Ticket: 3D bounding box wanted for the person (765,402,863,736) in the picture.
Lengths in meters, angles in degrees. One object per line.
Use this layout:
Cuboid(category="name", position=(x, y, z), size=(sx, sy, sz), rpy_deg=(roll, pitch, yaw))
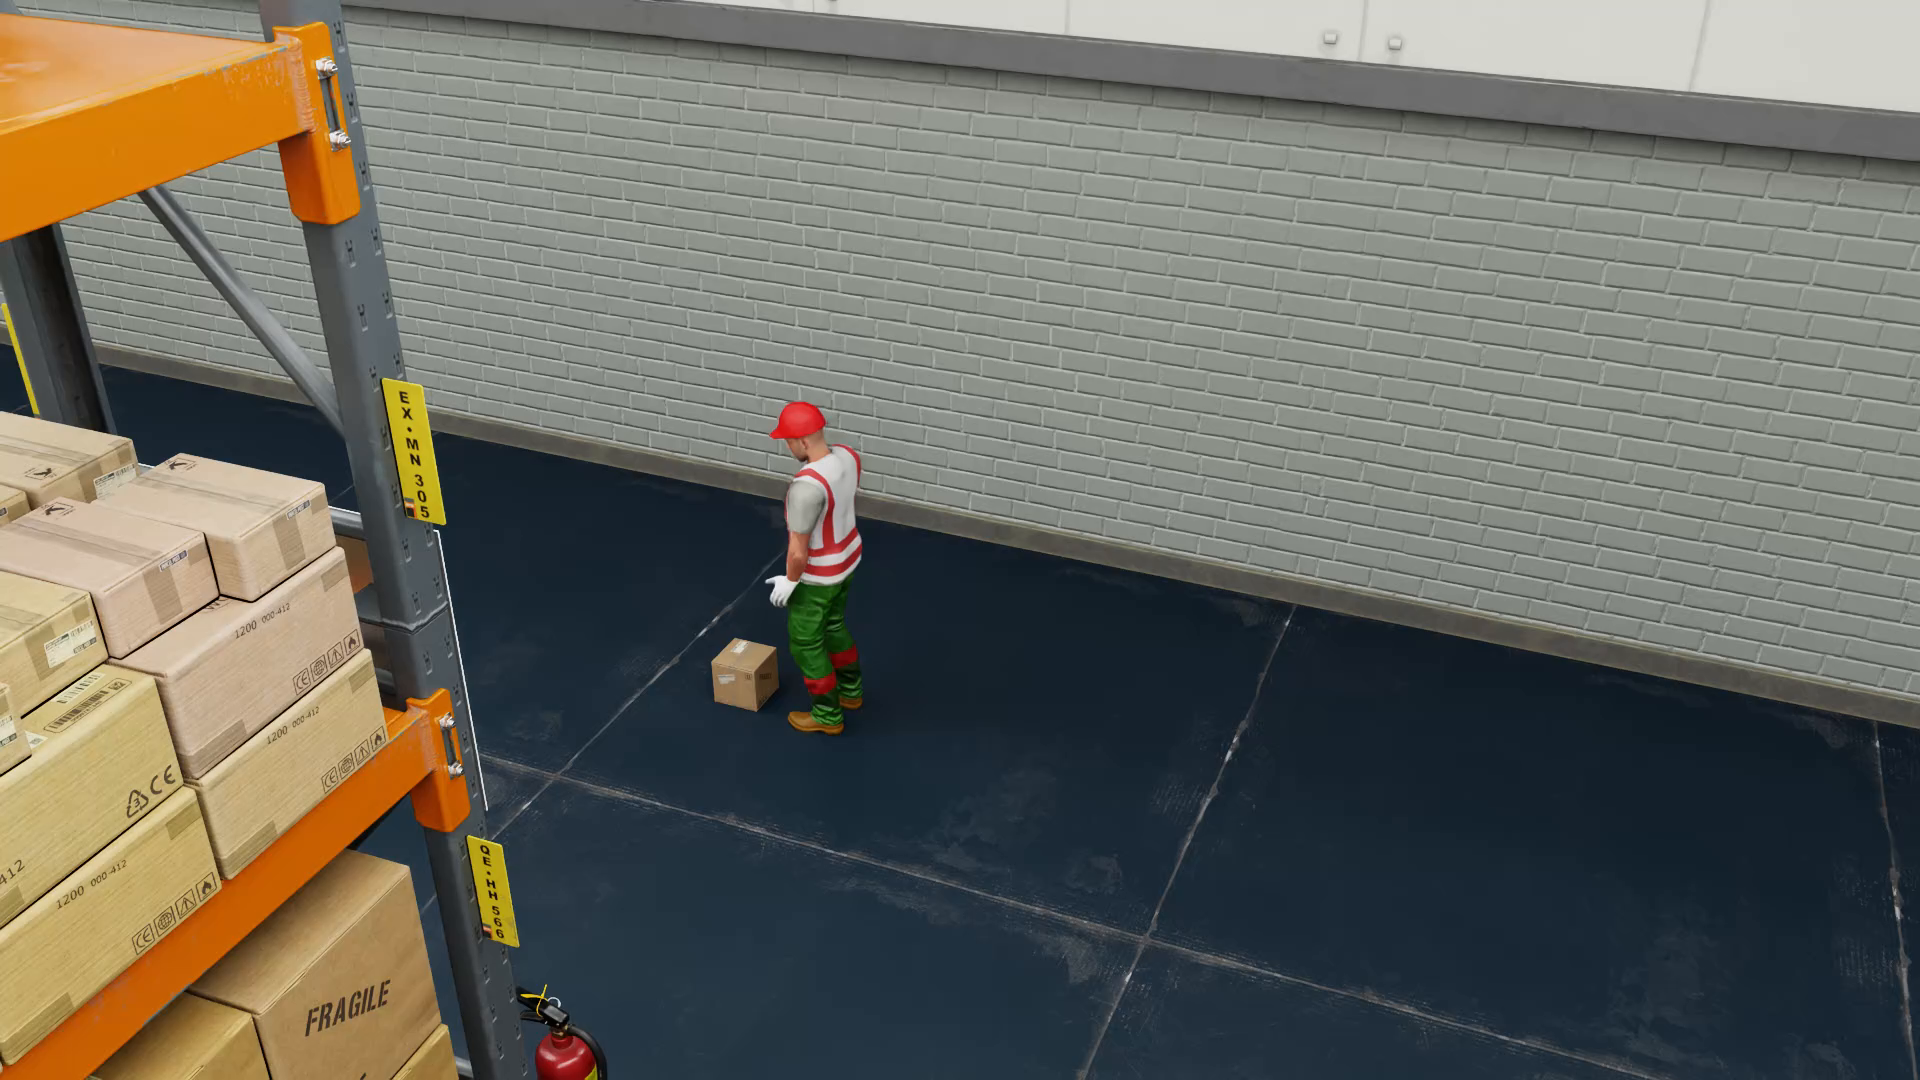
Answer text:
Cuboid(category="person", position=(-0.702, 0.140, 8.150), size=(0.388, 1.768, 0.531), rpy_deg=(12, 32, 20))
